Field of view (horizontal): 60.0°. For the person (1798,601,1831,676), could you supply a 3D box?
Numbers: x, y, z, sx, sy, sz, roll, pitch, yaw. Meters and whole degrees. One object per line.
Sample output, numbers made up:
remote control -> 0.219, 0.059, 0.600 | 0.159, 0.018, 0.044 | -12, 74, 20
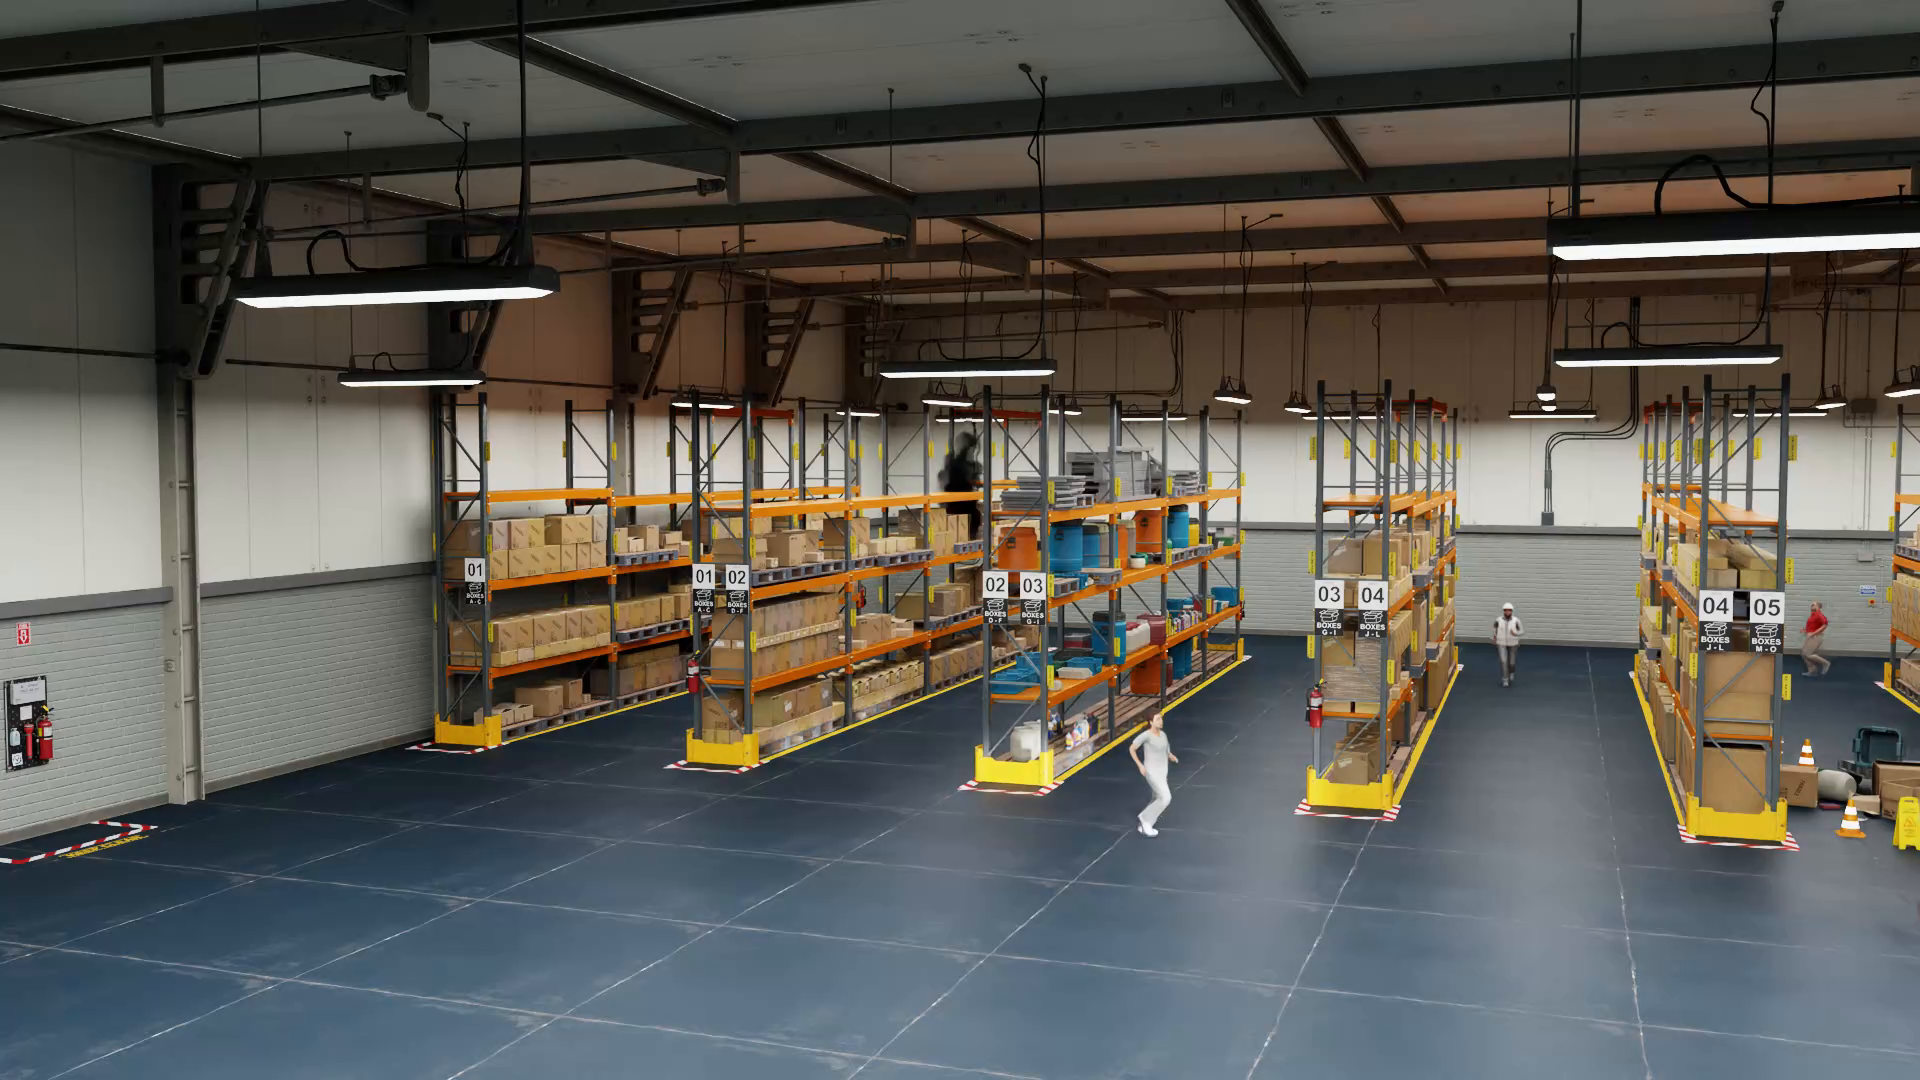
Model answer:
person -> 18.990, 2.195, 36.966 | 0.604, 1.672, 0.660 | 1, 3, 14

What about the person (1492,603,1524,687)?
person -> 11.665, 2.218, 35.420 | 0.659, 1.754, 0.914 | 1, 3, 20

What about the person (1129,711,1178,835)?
person -> 2.546, 3.022, 21.501 | 0.619, 1.633, 0.551 | 3, 4, 44
